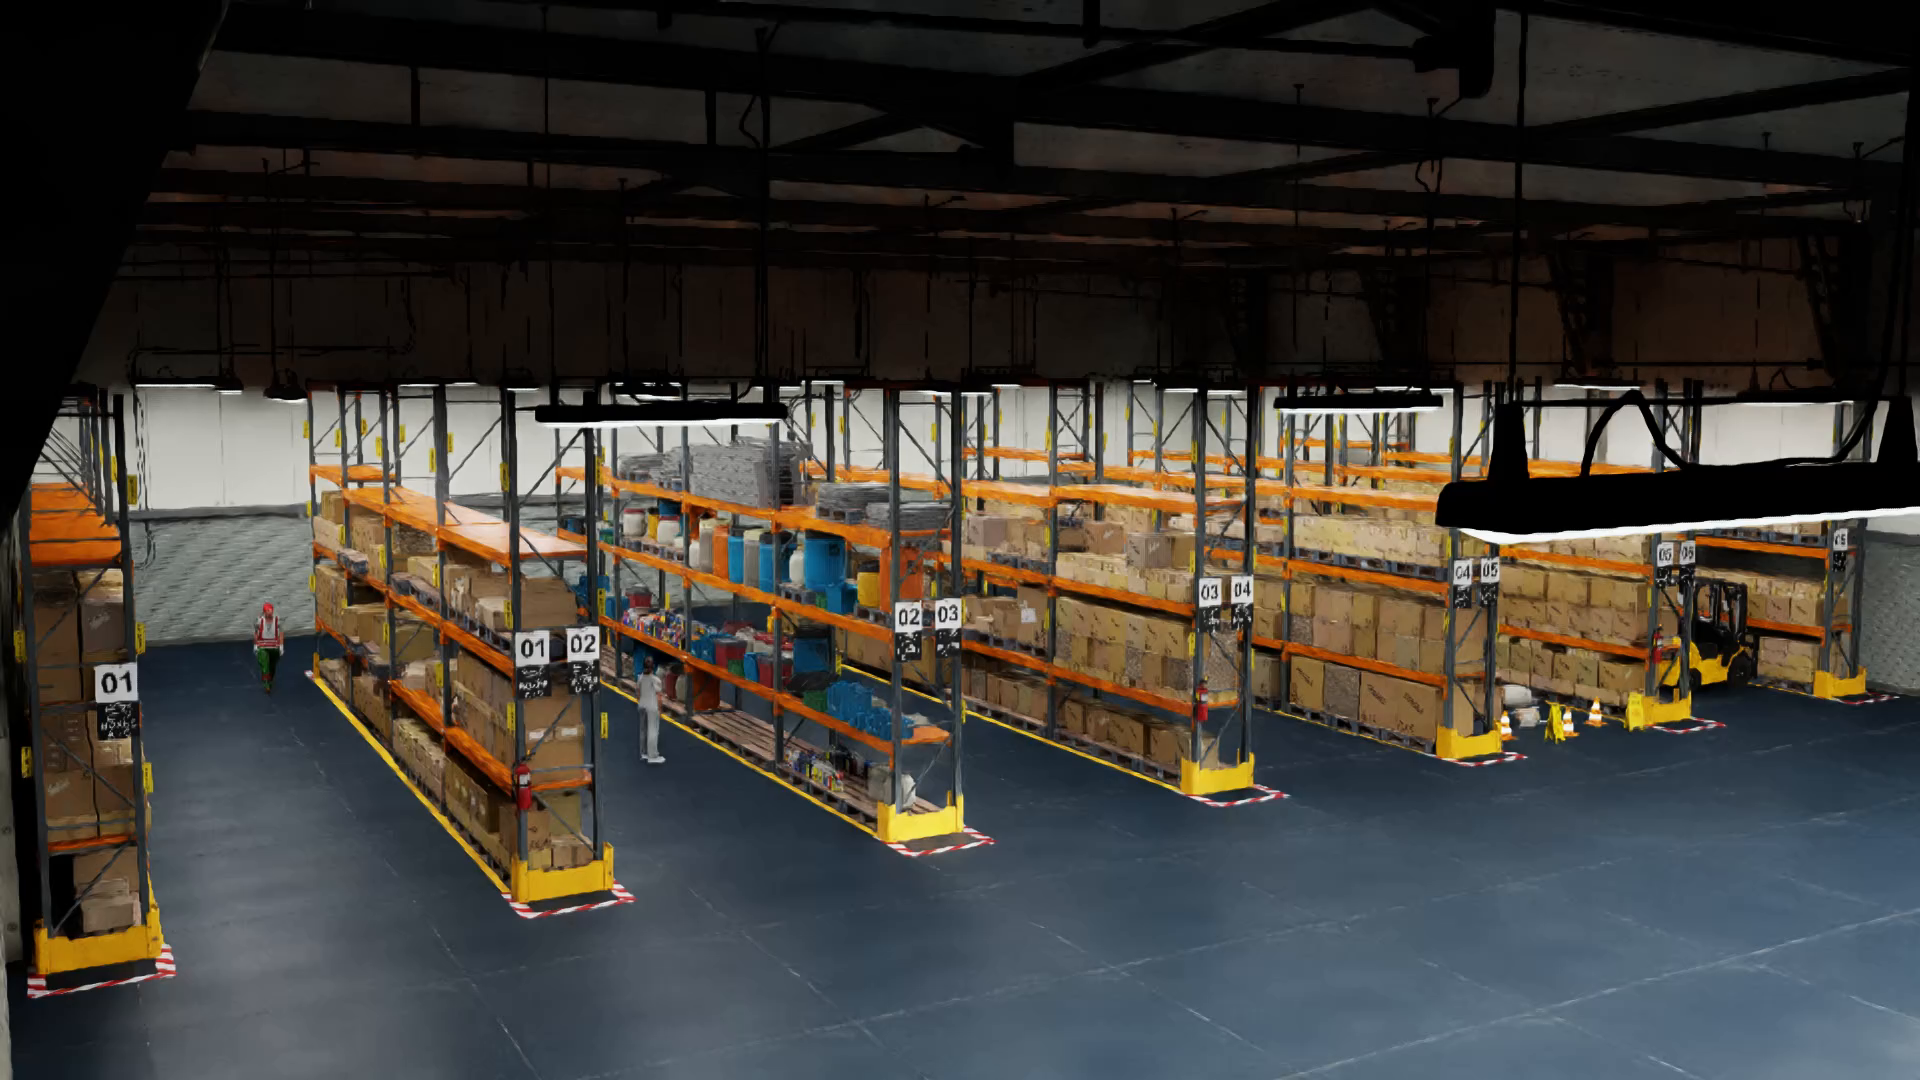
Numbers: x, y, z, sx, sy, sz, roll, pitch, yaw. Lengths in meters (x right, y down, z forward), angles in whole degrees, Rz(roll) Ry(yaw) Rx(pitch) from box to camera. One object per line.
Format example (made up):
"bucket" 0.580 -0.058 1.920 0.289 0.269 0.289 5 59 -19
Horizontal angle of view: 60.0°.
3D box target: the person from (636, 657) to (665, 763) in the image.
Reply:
"person" -4.909 2.686 26.426 0.496 1.660 0.440 3 7 29

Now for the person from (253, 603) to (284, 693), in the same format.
"person" -13.339 2.052 32.135 0.549 1.708 1.128 -4 7 -31
